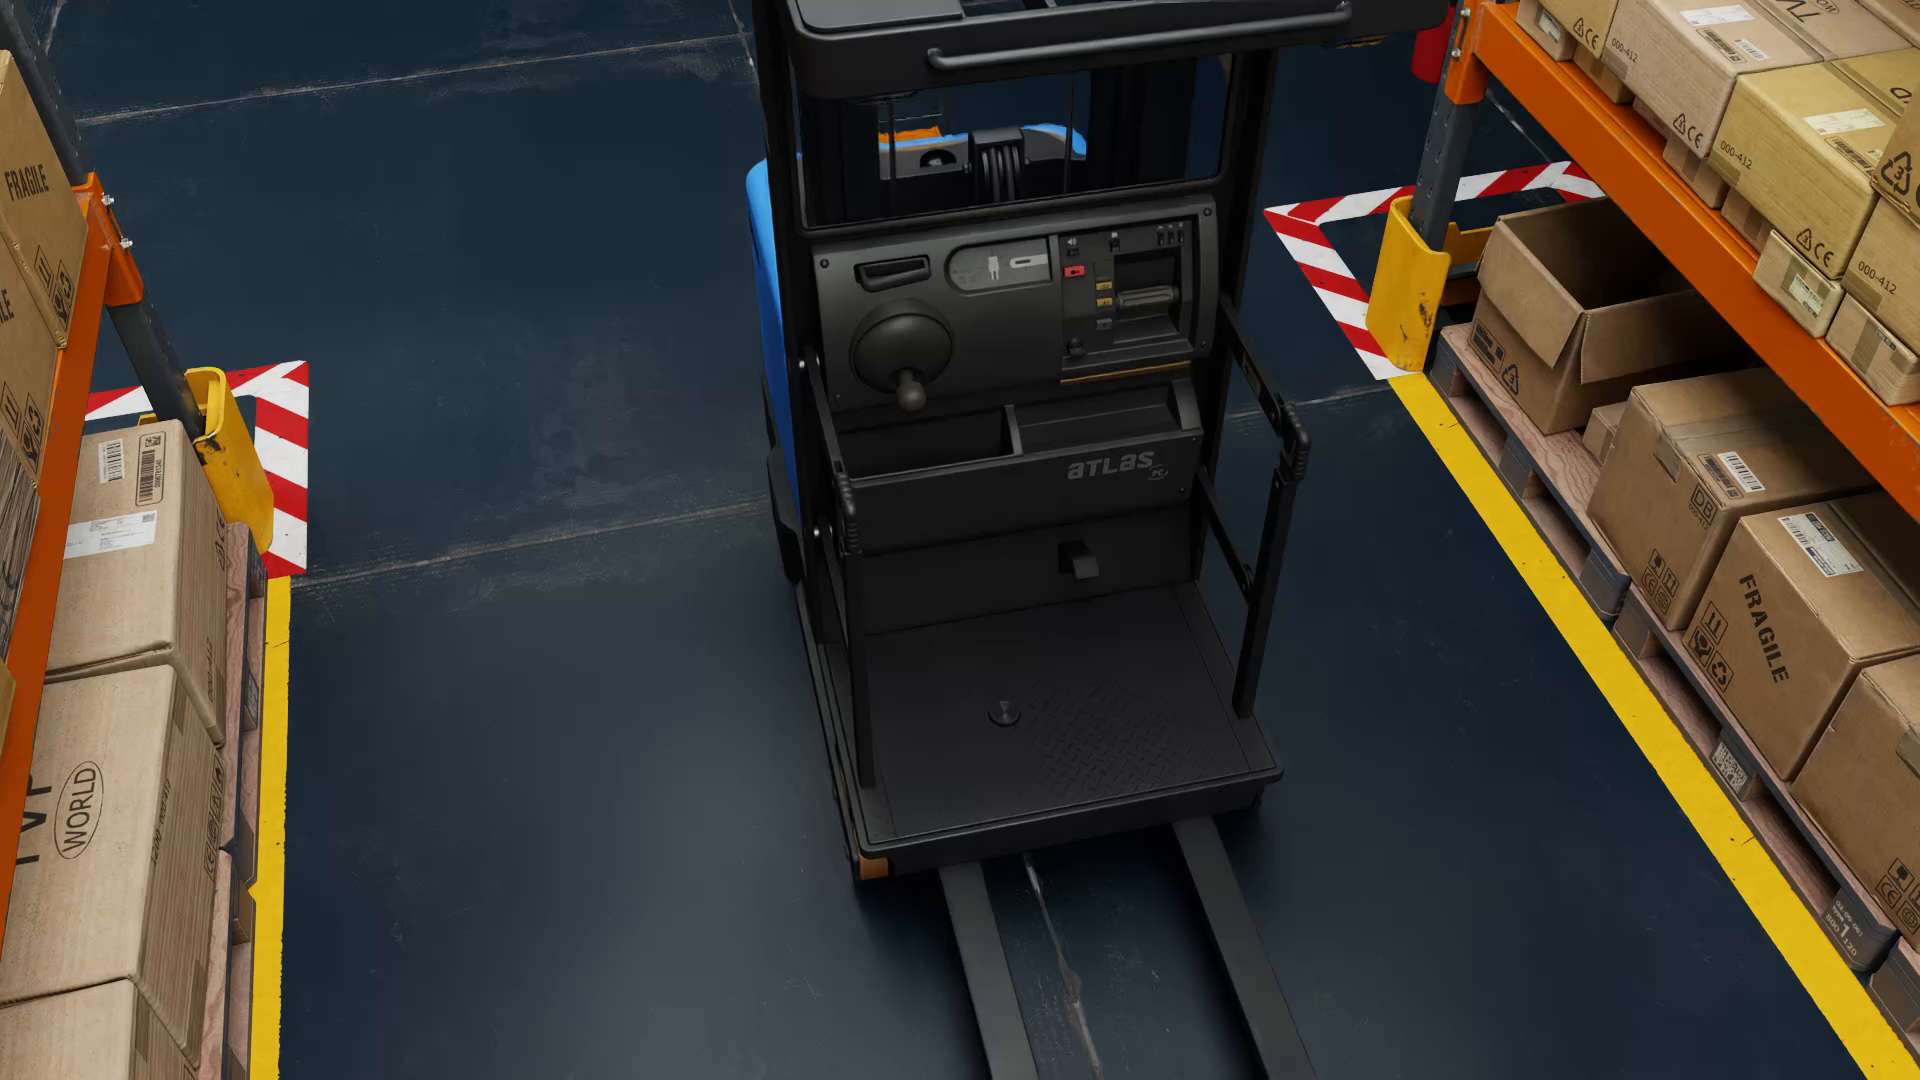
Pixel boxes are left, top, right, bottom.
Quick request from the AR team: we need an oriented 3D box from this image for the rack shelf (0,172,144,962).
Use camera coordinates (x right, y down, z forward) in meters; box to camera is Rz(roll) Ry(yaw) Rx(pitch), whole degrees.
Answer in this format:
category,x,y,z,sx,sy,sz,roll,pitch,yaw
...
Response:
category,x,y,z,sx,sy,sz,roll,pitch,yaw
rack shelf,-2.245,0.637,3.029,1.077,0.370,4.000,-11,47,-10

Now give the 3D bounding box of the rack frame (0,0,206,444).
category,x,y,z,sx,sy,sz,roll,pitch,yaw
rack frame,-2.757,-0.996,4.125,1.000,3.000,0.127,-11,47,-10

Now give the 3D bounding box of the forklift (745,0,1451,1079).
category,x,y,z,sx,sy,sz,roll,pitch,yaw
forklift,0.187,-0.438,3.627,1.130,2.935,3.031,-9,46,-9

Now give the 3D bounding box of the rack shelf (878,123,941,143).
category,x,y,z,sx,sy,sz,roll,pitch,yaw
rack shelf,-0.168,-1.177,5.121,0.258,0.103,0.180,-9,46,-9

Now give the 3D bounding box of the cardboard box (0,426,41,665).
category,x,y,z,sx,sy,sz,roll,pitch,yaw
cardboard box,-2.122,-0.043,3.122,0.500,0.500,0.500,-9,46,-9

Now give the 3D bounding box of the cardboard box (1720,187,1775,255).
category,x,y,z,sx,sy,sz,roll,pitch,yaw
cardboard box,2.149,-0.830,4.140,0.380,0.149,0.250,-10,46,-10

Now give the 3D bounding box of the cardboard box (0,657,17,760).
category,x,y,z,sx,sy,sz,roll,pitch,yaw
cardboard box,-1.977,0.311,2.775,0.500,0.500,0.500,-9,46,-9

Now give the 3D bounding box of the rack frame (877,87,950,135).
category,x,y,z,sx,sy,sz,roll,pitch,yaw
rack frame,-0.148,-0.892,5.284,0.240,1.200,0.006,-9,46,-9

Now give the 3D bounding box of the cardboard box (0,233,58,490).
category,x,y,z,sx,sy,sz,roll,pitch,yaw
cardboard box,-2.263,-0.397,3.469,0.500,0.500,0.500,-12,47,-11

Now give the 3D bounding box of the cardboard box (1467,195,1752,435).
category,x,y,z,sx,sy,sz,roll,pitch,yaw
cardboard box,2.106,-0.739,5.328,0.797,0.503,0.637,-12,47,-12

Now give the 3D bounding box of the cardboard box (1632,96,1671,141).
category,x,y,z,sx,sy,sz,roll,pitch,yaw
cardboard box,2.070,-1.198,4.500,0.380,0.149,0.250,-11,47,-11

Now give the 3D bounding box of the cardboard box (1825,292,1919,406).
category,x,y,z,sx,sy,sz,roll,pitch,yaw
cardboard box,2.228,-0.464,3.781,0.380,0.149,0.250,-10,46,-9

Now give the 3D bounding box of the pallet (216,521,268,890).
category,x,y,z,sx,sy,sz,roll,pitch,yaw
pallet,-2.476,0.518,4.594,1.003,0.211,1.213,-11,47,-10

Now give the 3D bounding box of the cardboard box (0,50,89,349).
category,x,y,z,sx,sy,sz,roll,pitch,yaw
cardboard box,-2.377,-0.746,3.811,0.500,0.500,0.500,-10,47,-10

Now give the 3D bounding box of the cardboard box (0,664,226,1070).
category,x,y,z,sx,sy,sz,roll,pitch,yaw
cardboard box,-2.249,0.822,3.844,0.875,0.438,0.875,-10,46,-9

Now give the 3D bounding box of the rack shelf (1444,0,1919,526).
category,x,y,z,sx,sy,sz,roll,pitch,yaw
rack shelf,2.553,-0.273,3.921,1.077,0.370,4.000,-11,47,-10

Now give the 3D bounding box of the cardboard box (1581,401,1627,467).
category,x,y,z,sx,sy,sz,roll,pitch,yaw
cardboard box,2.177,-0.315,5.160,0.380,0.149,0.250,-12,47,-12

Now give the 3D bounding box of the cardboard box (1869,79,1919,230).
category,x,y,z,sx,sy,sz,roll,pitch,yaw
cardboard box,2.281,-0.822,3.327,0.500,0.500,0.500,-10,46,-9

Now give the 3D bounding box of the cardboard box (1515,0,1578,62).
category,x,y,z,sx,sy,sz,roll,pitch,yaw
cardboard box,1.860,-1.541,4.836,0.380,0.149,0.250,-11,47,-11

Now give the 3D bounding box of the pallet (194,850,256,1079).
category,x,y,z,sx,sy,sz,roll,pitch,yaw
pallet,-2.168,1.359,3.771,1.003,0.211,1.213,-11,47,-10

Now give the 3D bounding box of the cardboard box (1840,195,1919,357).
category,x,y,z,sx,sy,sz,roll,pitch,yaw
cardboard box,2.310,-0.548,3.584,0.500,0.250,0.500,-12,47,-11

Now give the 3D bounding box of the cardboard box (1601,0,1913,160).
category,x,y,z,sx,sy,sz,roll,pitch,yaw
cardboard box,2.026,-1.247,4.268,0.500,0.250,0.500,-10,46,-10

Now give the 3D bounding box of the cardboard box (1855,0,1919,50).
category,x,y,z,sx,sy,sz,roll,pitch,yaw
cardboard box,2.546,-1.332,4.352,0.500,0.250,0.500,-11,47,-10

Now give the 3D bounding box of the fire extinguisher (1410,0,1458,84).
category,x,y,z,sx,sy,sz,roll,pitch,yaw
fire extinguisher,1.556,-1.765,5.195,0.296,0.674,0.183,-11,47,-10

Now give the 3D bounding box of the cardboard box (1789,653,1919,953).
category,x,y,z,sx,sy,sz,roll,pitch,yaw
cardboard box,2.553,0.576,4.042,0.700,0.500,0.500,-12,47,-12

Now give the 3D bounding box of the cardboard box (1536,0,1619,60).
category,x,y,z,sx,sy,sz,roll,pitch,yaw
cardboard box,1.896,-1.595,4.609,0.500,0.250,0.500,-10,47,-10

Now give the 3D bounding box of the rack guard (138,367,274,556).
category,x,y,z,sx,sy,sz,roll,pitch,yaw
rack guard,-2.763,-0.137,5.034,1.175,0.500,0.348,-11,47,-10

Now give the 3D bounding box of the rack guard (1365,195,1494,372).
category,x,y,z,sx,sy,sz,roll,pitch,yaw
rack guard,2.060,-0.978,5.859,1.175,0.500,0.348,-11,47,-10

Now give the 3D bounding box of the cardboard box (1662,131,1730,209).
category,x,y,z,sx,sy,sz,roll,pitch,yaw
cardboard box,2.076,-1.013,4.318,0.380,0.149,0.250,-9,46,-9

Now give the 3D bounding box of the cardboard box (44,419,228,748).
category,x,y,z,sx,sy,sz,roll,pitch,yaw
cardboard box,-2.491,0.192,4.462,0.875,0.438,0.875,-12,47,-12

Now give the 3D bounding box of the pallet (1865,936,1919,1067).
category,x,y,z,sx,sy,sz,roll,pitch,yaw
pallet,2.890,1.358,3.772,1.003,0.211,1.213,-11,47,-10

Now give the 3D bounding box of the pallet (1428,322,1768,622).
category,x,y,z,sx,sy,sz,roll,pitch,yaw
pallet,2.265,-0.327,5.423,1.003,0.211,1.213,-11,47,-10

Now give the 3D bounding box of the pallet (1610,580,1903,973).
category,x,y,z,sx,sy,sz,roll,pitch,yaw
pallet,2.574,0.514,4.599,1.003,0.211,1.213,-11,47,-10

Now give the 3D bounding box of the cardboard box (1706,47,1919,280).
category,x,y,z,sx,sy,sz,roll,pitch,yaw
cardboard box,2.159,-0.897,3.926,0.500,0.250,0.500,-12,47,-11

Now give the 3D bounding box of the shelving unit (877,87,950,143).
category,x,y,z,sx,sy,sz,roll,pitch,yaw
shelving unit,-0.168,-0.956,5.346,0.258,1.200,0.189,-9,46,-9

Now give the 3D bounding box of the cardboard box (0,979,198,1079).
category,x,y,z,sx,sy,sz,roll,pitch,yaw
cardboard box,-2.019,1.445,3.234,0.875,0.438,0.875,-12,47,-11

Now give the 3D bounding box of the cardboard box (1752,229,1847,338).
category,x,y,z,sx,sy,sz,roll,pitch,yaw
cardboard box,2.141,-0.642,3.955,0.380,0.149,0.250,-12,47,-11

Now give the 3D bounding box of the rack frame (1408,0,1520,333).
category,x,y,z,sx,sy,sz,roll,pitch,yaw
rack frame,2.041,-1.906,5.017,1.000,3.000,0.127,-11,47,-10

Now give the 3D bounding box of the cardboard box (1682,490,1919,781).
category,x,y,z,sx,sy,sz,roll,pitch,yaw
cardboard box,2.326,0.242,4.368,0.500,0.500,0.500,-10,46,-10

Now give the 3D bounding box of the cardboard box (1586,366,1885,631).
category,x,y,z,sx,sy,sz,roll,pitch,yaw
cardboard box,2.287,-0.141,4.744,0.700,0.500,0.500,-9,46,-9

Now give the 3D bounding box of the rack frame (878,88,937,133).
category,x,y,z,sx,sy,sz,roll,pitch,yaw
rack frame,-0.188,-1.019,5.409,0.240,1.200,0.006,-9,46,-9

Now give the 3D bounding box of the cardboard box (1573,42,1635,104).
category,x,y,z,sx,sy,sz,roll,pitch,yaw
cardboard box,1.969,-1.374,4.672,0.380,0.149,0.250,-10,46,-9
